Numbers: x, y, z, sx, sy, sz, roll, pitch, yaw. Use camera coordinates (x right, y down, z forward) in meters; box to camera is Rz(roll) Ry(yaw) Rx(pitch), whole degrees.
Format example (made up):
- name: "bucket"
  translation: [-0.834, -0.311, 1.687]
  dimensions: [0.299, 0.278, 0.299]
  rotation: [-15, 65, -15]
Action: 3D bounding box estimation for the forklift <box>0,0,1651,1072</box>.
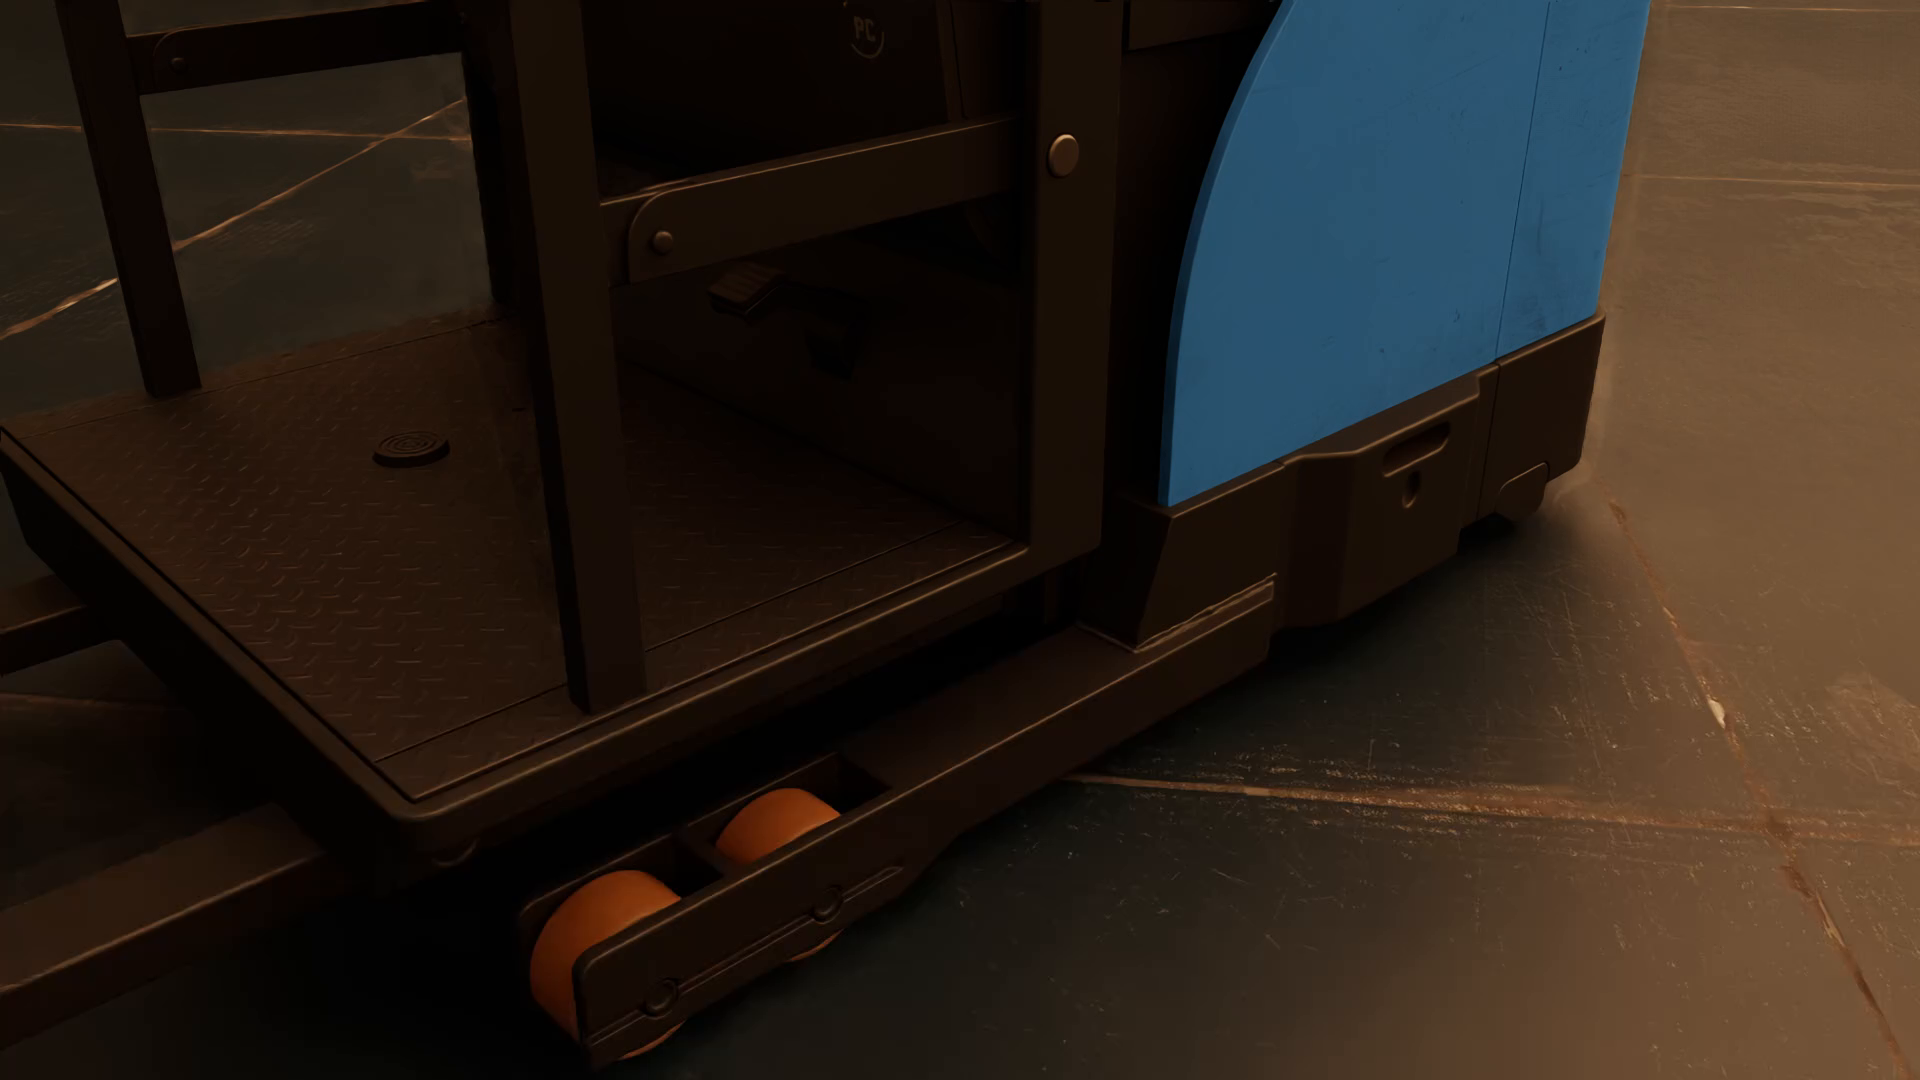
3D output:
- name: "forklift"
  translation: [-0.446, -1.096, 1.414]
  dimensions: [3.031, 2.935, 1.130]
  rotation: [-23, 34, -38]
